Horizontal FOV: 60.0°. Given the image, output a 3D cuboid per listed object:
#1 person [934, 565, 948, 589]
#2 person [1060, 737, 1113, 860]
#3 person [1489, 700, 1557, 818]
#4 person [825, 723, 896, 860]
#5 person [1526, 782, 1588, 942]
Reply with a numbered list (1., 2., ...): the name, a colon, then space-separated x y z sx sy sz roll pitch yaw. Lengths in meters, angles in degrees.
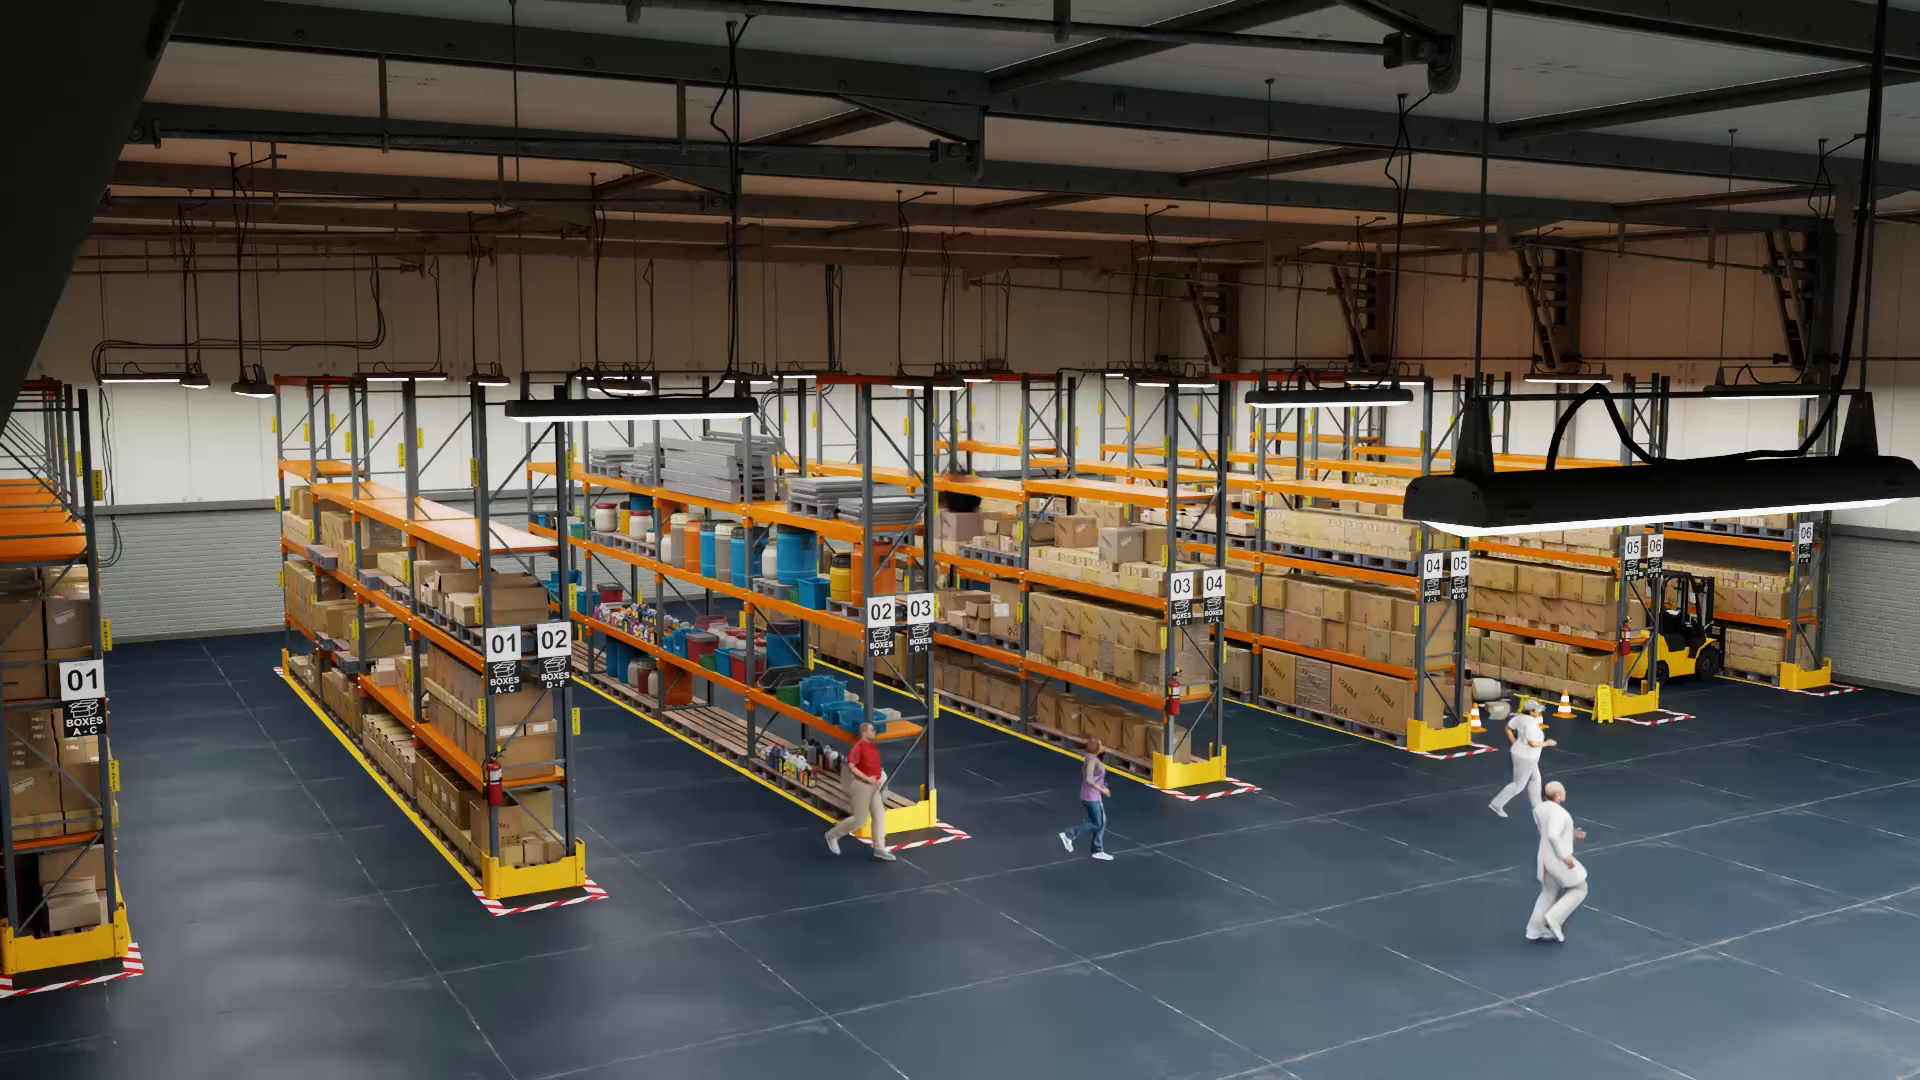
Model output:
1. person: -0.514 1.376 38.015 0.592 1.630 0.618 -3 7 -22
2. person: 1.604 3.269 21.035 0.678 1.585 0.542 0 6 1
3. person: 7.706 3.013 22.765 0.901 1.684 0.568 1 6 7
4. person: -1.187 3.173 21.177 0.948 1.688 0.728 2 7 21
5. person: 6.501 3.477 18.036 0.702 1.743 0.676 -2 6 -14
